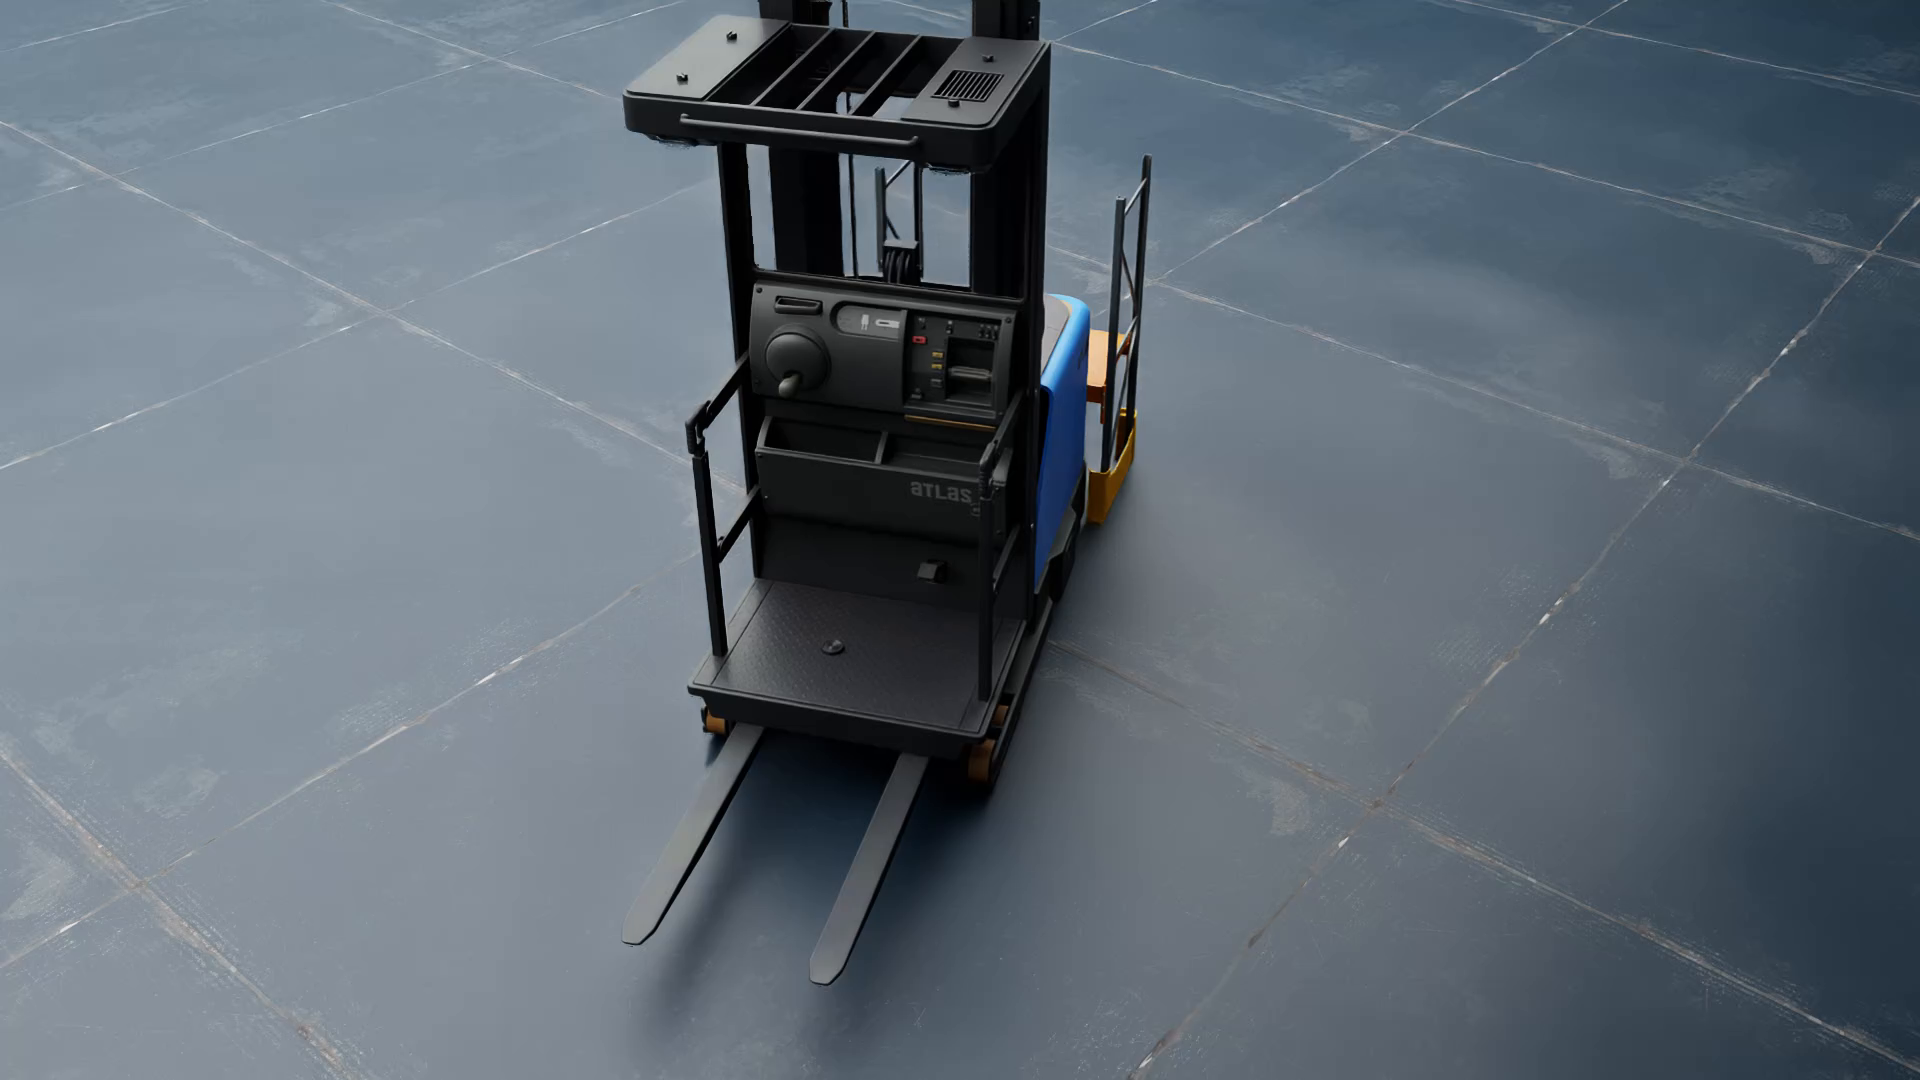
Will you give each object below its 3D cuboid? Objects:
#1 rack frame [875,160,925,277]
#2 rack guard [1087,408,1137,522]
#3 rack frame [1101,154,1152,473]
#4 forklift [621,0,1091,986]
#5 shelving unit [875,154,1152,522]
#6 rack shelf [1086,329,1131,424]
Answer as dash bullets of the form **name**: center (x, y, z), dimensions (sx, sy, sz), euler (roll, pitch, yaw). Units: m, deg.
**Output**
- **rack frame**: center (-0.255, -1.041, 7.440), dimensions (0.032, 1.500, 0.500), euler (11, 36, 15)
- **rack guard**: center (0.691, -0.346, 7.533), dimensions (0.087, 0.250, 0.587), euler (11, 36, 15)
- **rack frame**: center (0.709, -0.858, 7.174), dimensions (0.032, 1.500, 0.500), euler (11, 36, 15)
- **forklift**: center (-0.324, -0.580, 5.506), dimensions (1.130, 2.935, 3.031), euler (9, 35, 12)
- **shelving unit**: center (0.218, -0.951, 7.310), dimensions (1.083, 1.500, 0.587), euler (11, 36, 15)
- **rack shelf**: center (0.227, -0.801, 7.409), dimensions (1.000, 0.185, 0.538), euler (11, 36, 15)
